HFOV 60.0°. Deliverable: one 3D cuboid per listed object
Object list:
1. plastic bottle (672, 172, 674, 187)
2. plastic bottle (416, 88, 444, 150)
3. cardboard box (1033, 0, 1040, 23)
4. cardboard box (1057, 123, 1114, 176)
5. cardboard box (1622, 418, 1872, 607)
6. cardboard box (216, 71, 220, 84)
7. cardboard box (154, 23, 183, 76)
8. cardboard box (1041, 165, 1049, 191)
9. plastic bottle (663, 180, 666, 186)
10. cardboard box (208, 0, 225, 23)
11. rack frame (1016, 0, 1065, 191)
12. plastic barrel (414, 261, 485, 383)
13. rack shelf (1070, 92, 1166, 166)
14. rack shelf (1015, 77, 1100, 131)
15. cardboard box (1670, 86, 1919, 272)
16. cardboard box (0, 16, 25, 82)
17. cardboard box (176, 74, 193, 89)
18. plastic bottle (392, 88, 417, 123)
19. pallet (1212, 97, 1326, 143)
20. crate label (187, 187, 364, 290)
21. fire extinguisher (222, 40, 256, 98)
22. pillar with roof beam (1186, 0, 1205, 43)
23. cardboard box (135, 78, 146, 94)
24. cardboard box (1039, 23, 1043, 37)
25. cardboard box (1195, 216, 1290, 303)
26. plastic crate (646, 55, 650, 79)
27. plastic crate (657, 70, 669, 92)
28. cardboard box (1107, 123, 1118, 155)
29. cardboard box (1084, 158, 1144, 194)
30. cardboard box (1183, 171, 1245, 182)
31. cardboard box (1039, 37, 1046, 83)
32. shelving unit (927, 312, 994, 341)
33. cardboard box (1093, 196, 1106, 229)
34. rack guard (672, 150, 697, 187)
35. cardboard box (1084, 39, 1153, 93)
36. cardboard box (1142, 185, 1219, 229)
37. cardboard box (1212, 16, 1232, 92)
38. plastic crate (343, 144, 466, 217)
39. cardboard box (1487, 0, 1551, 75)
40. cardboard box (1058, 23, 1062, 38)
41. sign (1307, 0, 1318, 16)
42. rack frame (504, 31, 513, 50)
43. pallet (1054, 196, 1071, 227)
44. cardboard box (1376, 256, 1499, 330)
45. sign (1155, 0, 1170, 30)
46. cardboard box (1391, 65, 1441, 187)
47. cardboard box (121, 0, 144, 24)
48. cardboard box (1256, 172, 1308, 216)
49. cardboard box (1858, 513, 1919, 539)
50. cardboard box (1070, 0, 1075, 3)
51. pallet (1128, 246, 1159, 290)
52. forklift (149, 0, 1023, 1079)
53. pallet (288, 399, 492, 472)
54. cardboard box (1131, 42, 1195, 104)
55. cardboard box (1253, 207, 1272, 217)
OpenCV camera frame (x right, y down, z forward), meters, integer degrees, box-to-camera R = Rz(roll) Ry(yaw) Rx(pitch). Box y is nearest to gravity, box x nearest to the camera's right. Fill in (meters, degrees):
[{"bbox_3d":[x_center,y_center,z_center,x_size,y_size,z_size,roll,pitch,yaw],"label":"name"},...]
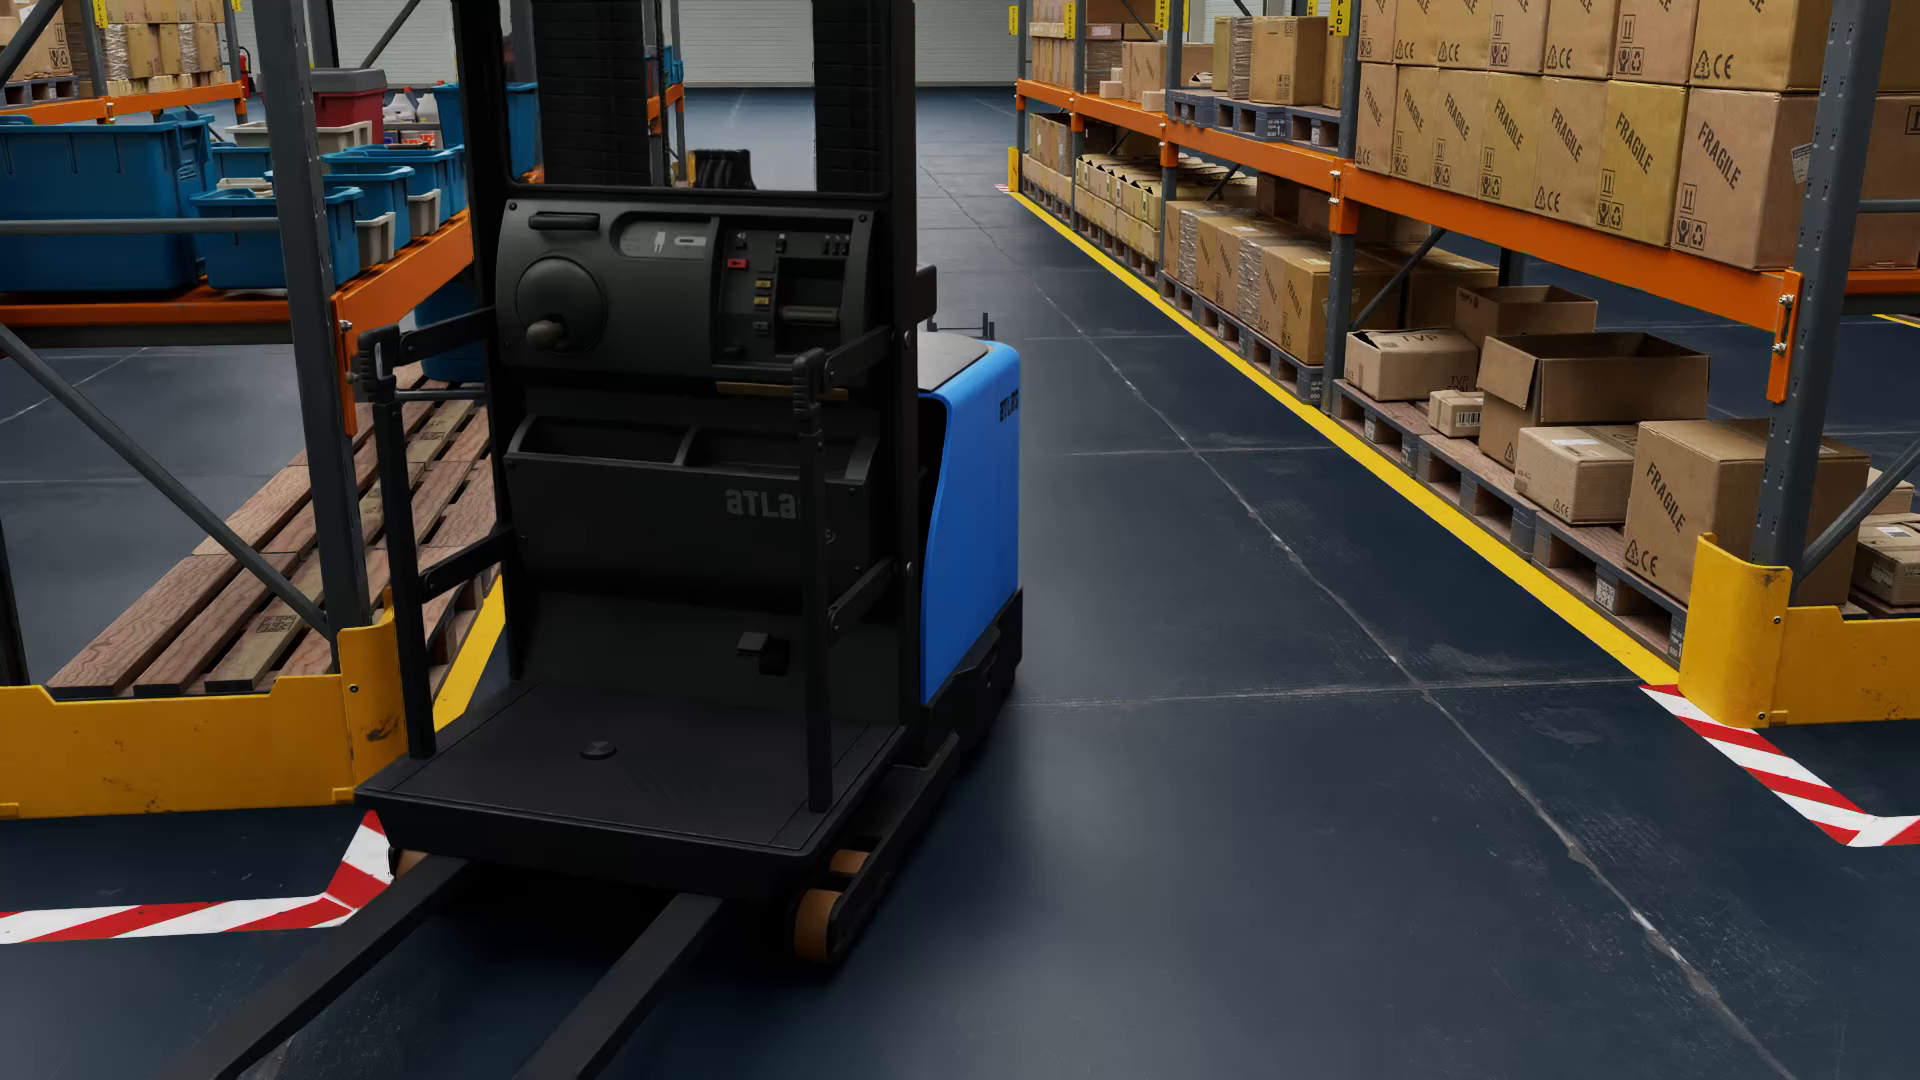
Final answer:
[{"bbox_3d":[-3.106,-3.793,17.565,0.152,0.276,0.135,-2,18,-7],"label":"plastic bottle"},{"bbox_3d":[-2.783,-2.203,8.770,0.144,0.351,0.185,-2,18,-6],"label":"plastic bottle"},{"bbox_3d":[1.224,-6.197,19.076,0.700,0.500,0.500,-2,18,-5],"label":"cardboard box"},{"bbox_3d":[1.290,-4.021,17.115,0.500,0.500,0.500,-2,18,-6],"label":"cardboard box"},{"bbox_3d":[2.532,-0.090,5.396,0.500,0.500,0.500,-2,18,-6],"label":"cardboard box"},{"bbox_3d":[-8.411,-5.108,18.359,0.380,0.149,0.250,-2,18,-6],"label":"cardboard box"},{"bbox_3d":[-8.422,-4.961,16.807,0.875,0.500,0.500,-2,18,-6],"label":"cardboard box"},{"bbox_3d":[1.170,-3.961,18.174,0.500,0.250,0.500,-2,18,-6],"label":"cardboard box"},{"bbox_3d":[-2.989,-3.456,16.492,0.152,0.276,0.135,-1,17,-4],"label":"plastic bottle"},{"bbox_3d":[-8.368,-5.891,18.102,0.500,0.500,0.500,-2,18,-6],"label":"cardboard box"},{"bbox_3d":[1.183,-5.686,19.780,1.000,3.000,0.127,-2,18,-6],"label":"rack frame"},{"bbox_3d":[-2.546,-1.320,8.677,0.600,0.901,0.708,-2,18,-6],"label":"plastic barrel"},{"bbox_3d":[1.802,-3.555,14.194,1.077,0.370,4.000,-2,18,-6],"label":"rack shelf"},{"bbox_3d":[1.389,-4.747,17.990,1.077,0.370,4.000,-2,18,-6],"label":"rack shelf"},{"bbox_3d":[2.516,-1.092,4.979,0.500,0.500,0.500,-1,17,-4],"label":"cardboard box"},{"bbox_3d":[-7.988,-3.925,13.298,0.797,0.503,0.637,0,17,0],"label":"cardboard box"},{"bbox_3d":[-8.177,-4.739,17.183,0.380,0.149,0.250,-2,18,-6],"label":"cardboard box"},{"bbox_3d":[-2.927,-2.199,8.755,0.144,0.351,0.185,-2,18,-6],"label":"plastic bottle"},{"bbox_3d":[2.213,-2.631,10.371,1.003,0.211,1.213,-2,18,-6],"label":"pallet"},{"bbox_3d":[-1.792,-0.799,4.395,0.416,0.233,0.303,-2,18,-6],"label":"crate label"},{"bbox_3d":[-8.224,-5.392,18.974,0.296,0.674,0.183,-2,18,-6],"label":"fire extinguisher"},{"bbox_3d":[0.904,-13.750,35.451,9.100,9.000,0.400,-2,18,-6],"label":"pillar with roof beam"},{"bbox_3d":[-8.083,-4.365,15.993,0.380,0.149,0.250,-2,18,-6],"label":"cardboard box"},{"bbox_3d":[1.087,-5.691,18.547,0.380,0.149,0.250,-2,18,-6],"label":"cardboard box"},{"bbox_3d":[1.877,-1.870,11.063,0.500,0.500,0.500,-2,18,-6],"label":"cardboard box"},{"bbox_3d":[-2.908,-4.015,14.486,0.392,0.384,0.575,-2,18,-6],"label":"plastic crate"},{"bbox_3d":[-3.191,-4.654,16.848,0.450,0.188,0.662,-2,18,-6],"label":"plastic crate"},{"bbox_3d":[1.800,-4.037,17.165,0.500,0.500,0.500,-2,18,-6],"label":"cardboard box"},{"bbox_3d":[1.437,-3.370,15.356,0.500,0.311,0.500,-2,18,-6],"label":"cardboard box"},{"bbox_3d":[2.133,-2.932,13.961,0.500,0.311,0.500,-2,18,-7],"label":"cardboard box"},{"bbox_3d":[1.277,-5.438,18.823,0.700,0.500,0.500,-1,17,-4],"label":"cardboard box"},{"bbox_3d":[0.001,-0.427,6.535,0.258,0.900,0.210,-2,18,-6],"label":"shelving unit"},{"bbox_3d":[1.498,-2.948,14.949,0.500,0.250,0.500,-2,18,-7],"label":"cardboard box"},{"bbox_3d":[-3.690,-4.320,19.603,1.175,0.500,0.348,-2,18,-6],"label":"rack guard"},{"bbox_3d":[1.544,-4.674,16.389,0.700,0.500,0.500,-2,18,-7],"label":"cardboard box"},{"bbox_3d":[1.709,-2.607,12.926,0.500,0.311,0.500,-1,17,-4],"label":"cardboard box"},{"bbox_3d":[2.185,-3.366,11.523,0.700,0.500,0.500,-8,19,-24],"label":"cardboard box"},{"bbox_3d":[-1.959,-1.281,5.929,0.416,0.233,0.300,-2,18,-6],"label":"plastic crate"},{"bbox_3d":[2.350,-2.025,6.285,0.500,0.500,0.500,-1,17,-4],"label":"cardboard box"},{"bbox_3d":[1.225,-5.304,17.314,0.380,0.149,0.250,-1,17,-4],"label":"cardboard box"},{"bbox_3d":[2.547,-3.836,12.089,0.100,0.325,0.005,-2,18,-6],"label":"sign"},{"bbox_3d":[-2.919,-3.150,11.704,1.000,3.000,0.127,-2,18,-6],"label":"rack frame"},{"bbox_3d":[1.555,-3.402,17.160,1.003,0.211,1.213,-2,18,-6],"label":"pallet"},{"bbox_3d":[2.613,-1.279,9.183,0.500,0.500,0.500,-3,18,-8],"label":"cardboard box"},{"bbox_3d":[1.456,-3.837,11.957,0.100,0.325,0.005,-2,18,-6],"label":"sign"},{"bbox_3d":[2.258,-1.846,7.381,0.500,0.500,0.500,-1,17,-5],"label":"cardboard box"},{"bbox_3d":[-8.105,-5.147,15.730,0.500,0.500,0.500,-2,18,-6],"label":"cardboard box"},{"bbox_3d":[2.348,-2.389,11.467,0.500,0.250,0.500,-1,17,-4],"label":"cardboard box"},{"bbox_3d":[3.106,0.013,5.623,0.380,0.166,0.250,-2,18,-6],"label":"cardboard box"},{"bbox_3d":[1.490,-5.443,16.674,0.700,0.500,0.500,-2,18,-6],"label":"cardboard box"},{"bbox_3d":[1.962,-2.218,13.391,1.003,0.211,1.213,-2,18,-6],"label":"pallet"},{"bbox_3d":[-0.705,-0.589,3.660,1.130,2.935,3.031,5,18,15],"label":"forklift"},{"bbox_3d":[-2.392,-0.410,7.632,1.003,0.211,1.213,-2,18,-6],"label":"pallet"},{"bbox_3d":[1.765,-4.006,14.263,0.500,0.500,0.500,-2,18,-6],"label":"cardboard box"},{"bbox_3d":[2.338,-2.048,11.632,0.500,0.500,0.500,-1,17,-3],"label":"cardboard box"}]
